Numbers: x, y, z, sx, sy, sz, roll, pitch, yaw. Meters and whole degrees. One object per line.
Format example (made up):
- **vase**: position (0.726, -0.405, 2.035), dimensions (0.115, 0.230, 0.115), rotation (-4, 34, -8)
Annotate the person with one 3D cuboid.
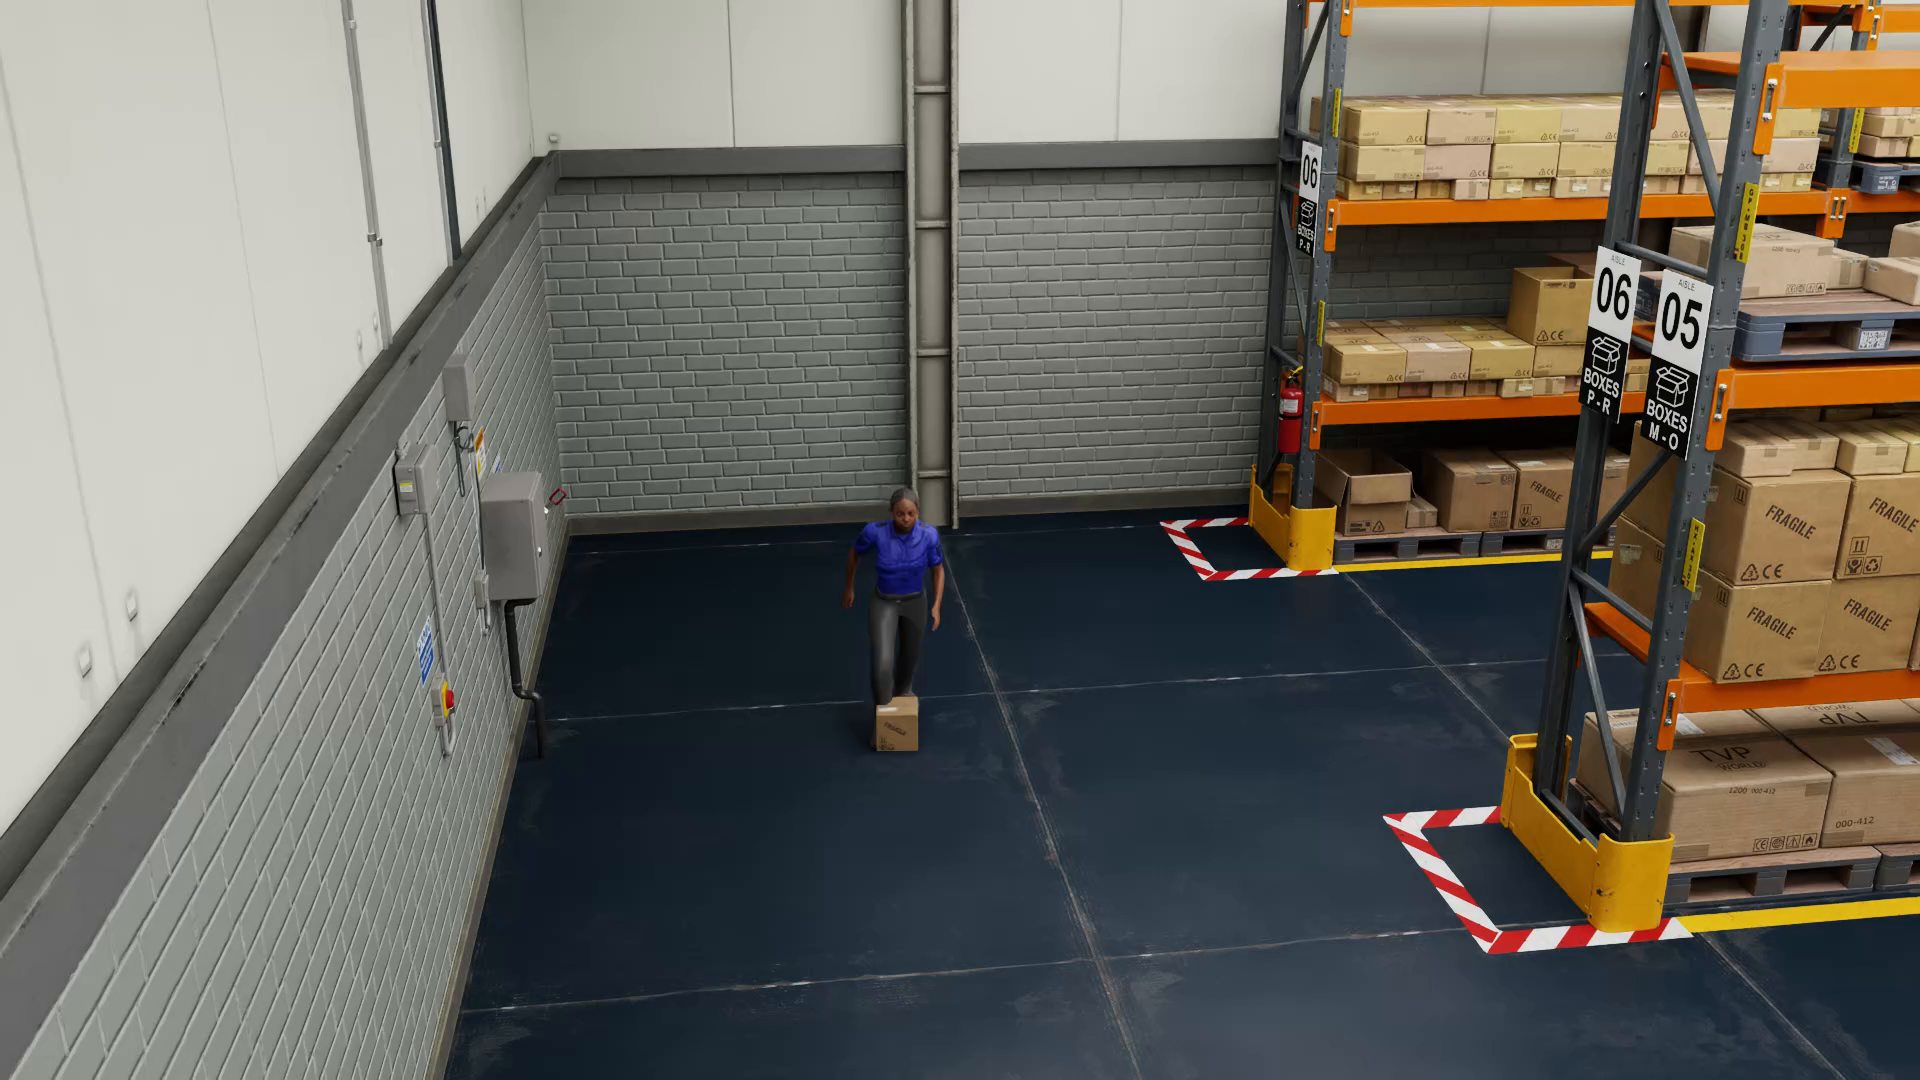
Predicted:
- **person**: position (-0.402, 0.406, 10.082), dimensions (0.590, 1.612, 0.791), rotation (-5, 21, -13)
